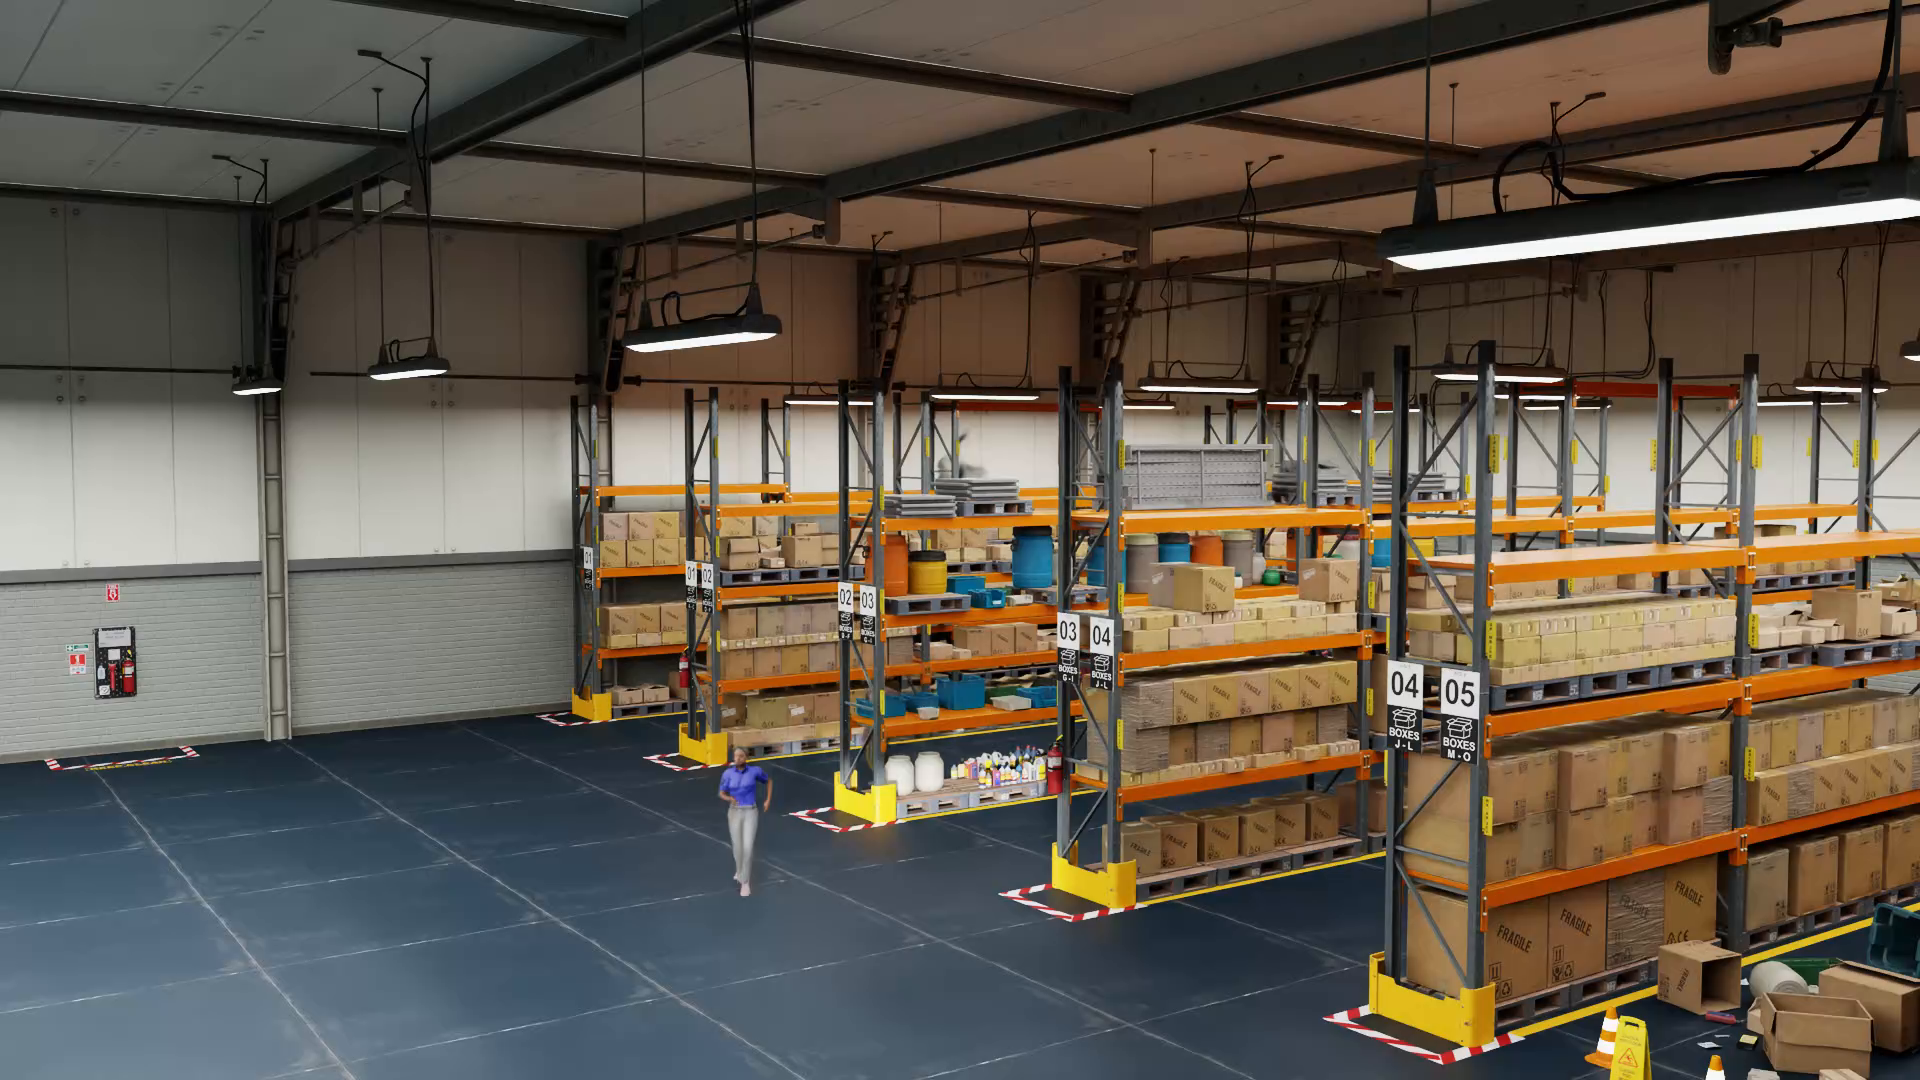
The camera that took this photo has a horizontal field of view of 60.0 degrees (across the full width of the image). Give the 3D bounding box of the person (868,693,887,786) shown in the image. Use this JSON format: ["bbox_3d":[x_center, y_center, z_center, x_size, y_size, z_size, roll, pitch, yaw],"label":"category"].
[{"bbox_3d":[-1.187,2.928,24.800,0.620,1.474,0.471,3,5,43],"label":"person"}]

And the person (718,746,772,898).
[{"bbox_3d":[-2.481,3.209,19.126,0.582,1.694,0.779,0,3,3],"label":"person"}]
